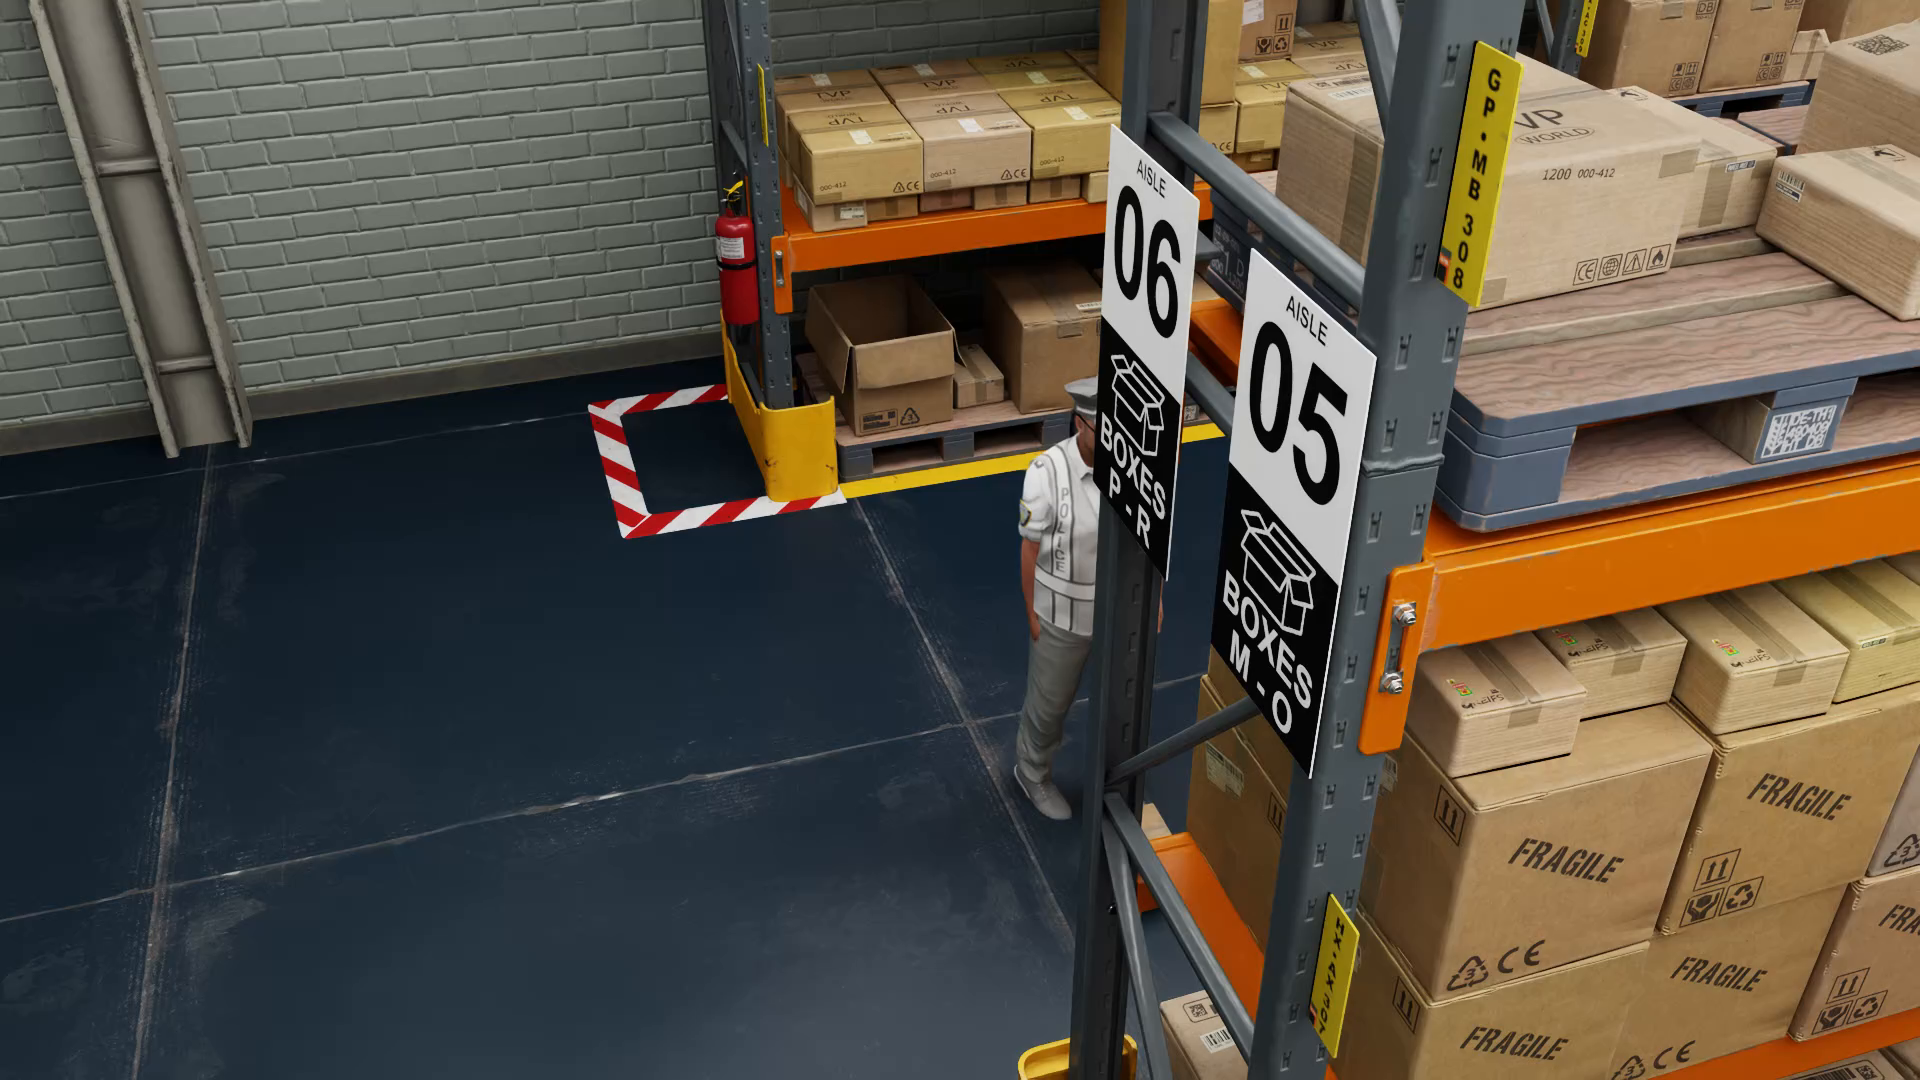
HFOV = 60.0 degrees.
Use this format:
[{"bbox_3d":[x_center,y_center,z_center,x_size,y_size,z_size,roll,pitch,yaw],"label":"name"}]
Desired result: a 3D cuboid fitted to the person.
[{"bbox_3d":[0.475,0.239,5.794,0.528,1.792,0.398,-9,35,-13],"label":"person"}]
